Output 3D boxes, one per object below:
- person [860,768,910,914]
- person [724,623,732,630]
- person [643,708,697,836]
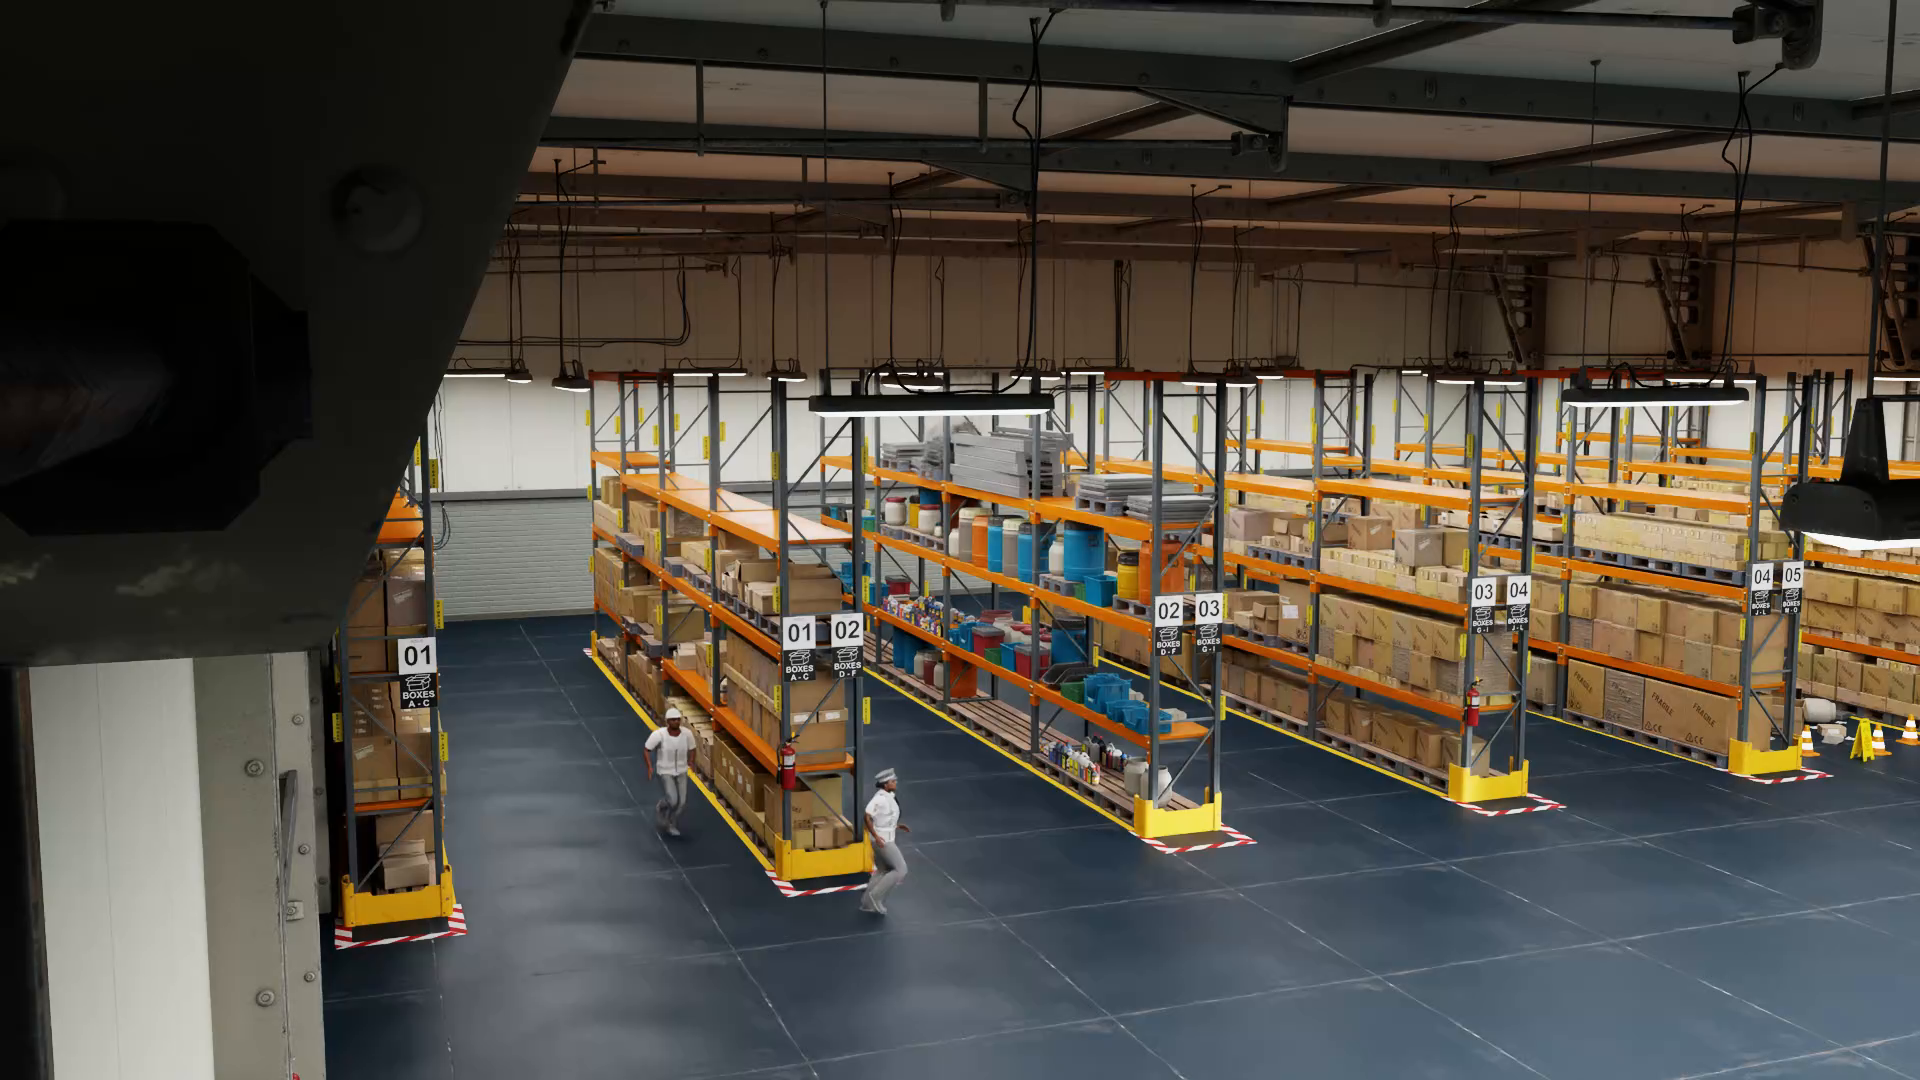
[{"bbox_3d":[-0.850,3.405,18.850,0.578,1.660,0.567,0,6,0],"label":"person"},{"bbox_3d":[-4.719,1.620,34.270,0.645,1.784,0.700,-5,8,-38],"label":"person"},{"bbox_3d":[-3.751,3.051,21.804,0.690,1.713,0.575,-4,7,-30],"label":"person"}]
